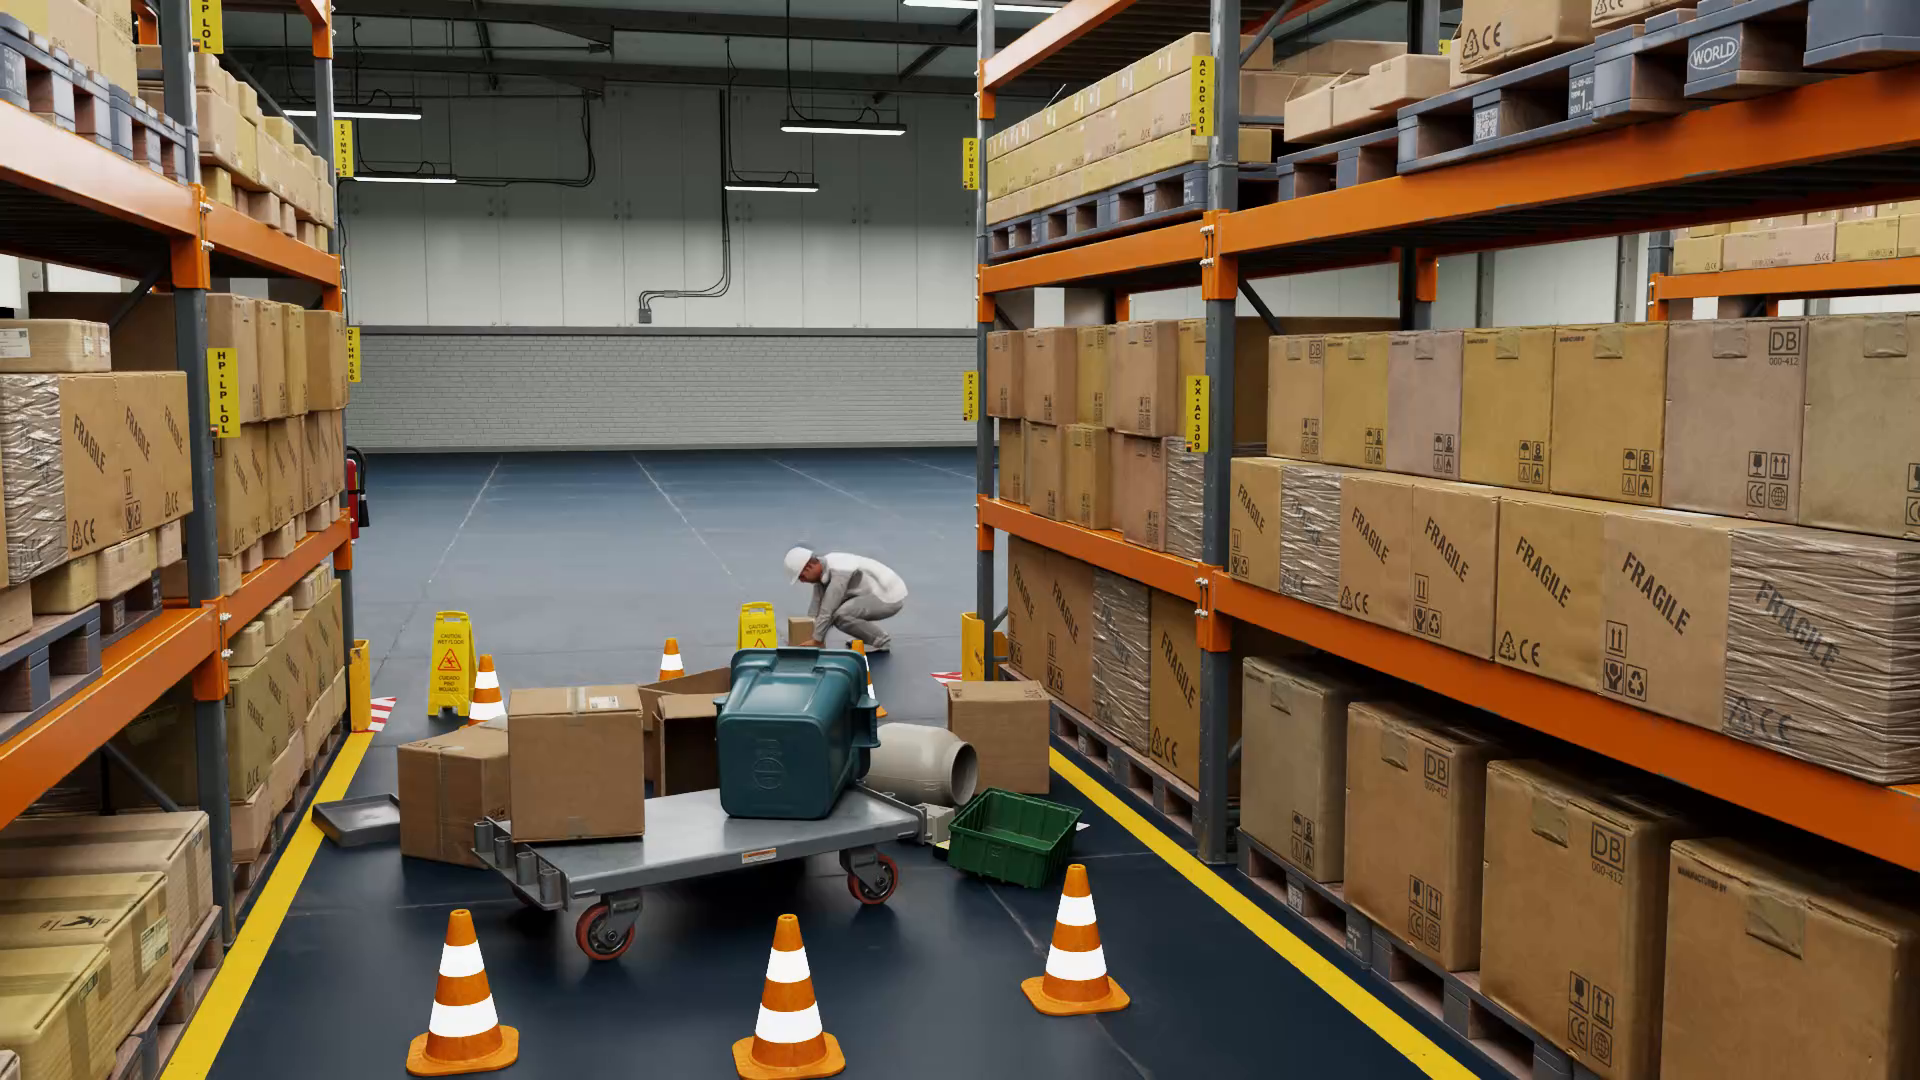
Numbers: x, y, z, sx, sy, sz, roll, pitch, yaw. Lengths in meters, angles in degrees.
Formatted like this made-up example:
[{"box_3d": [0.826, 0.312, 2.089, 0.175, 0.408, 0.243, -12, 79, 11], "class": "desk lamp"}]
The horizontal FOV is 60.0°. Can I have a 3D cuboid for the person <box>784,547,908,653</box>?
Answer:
[{"box_3d": [-0.876, 0.472, 12.707, 0.944, 0.864, 0.528, -2, 6, -14], "class": "person"}]
